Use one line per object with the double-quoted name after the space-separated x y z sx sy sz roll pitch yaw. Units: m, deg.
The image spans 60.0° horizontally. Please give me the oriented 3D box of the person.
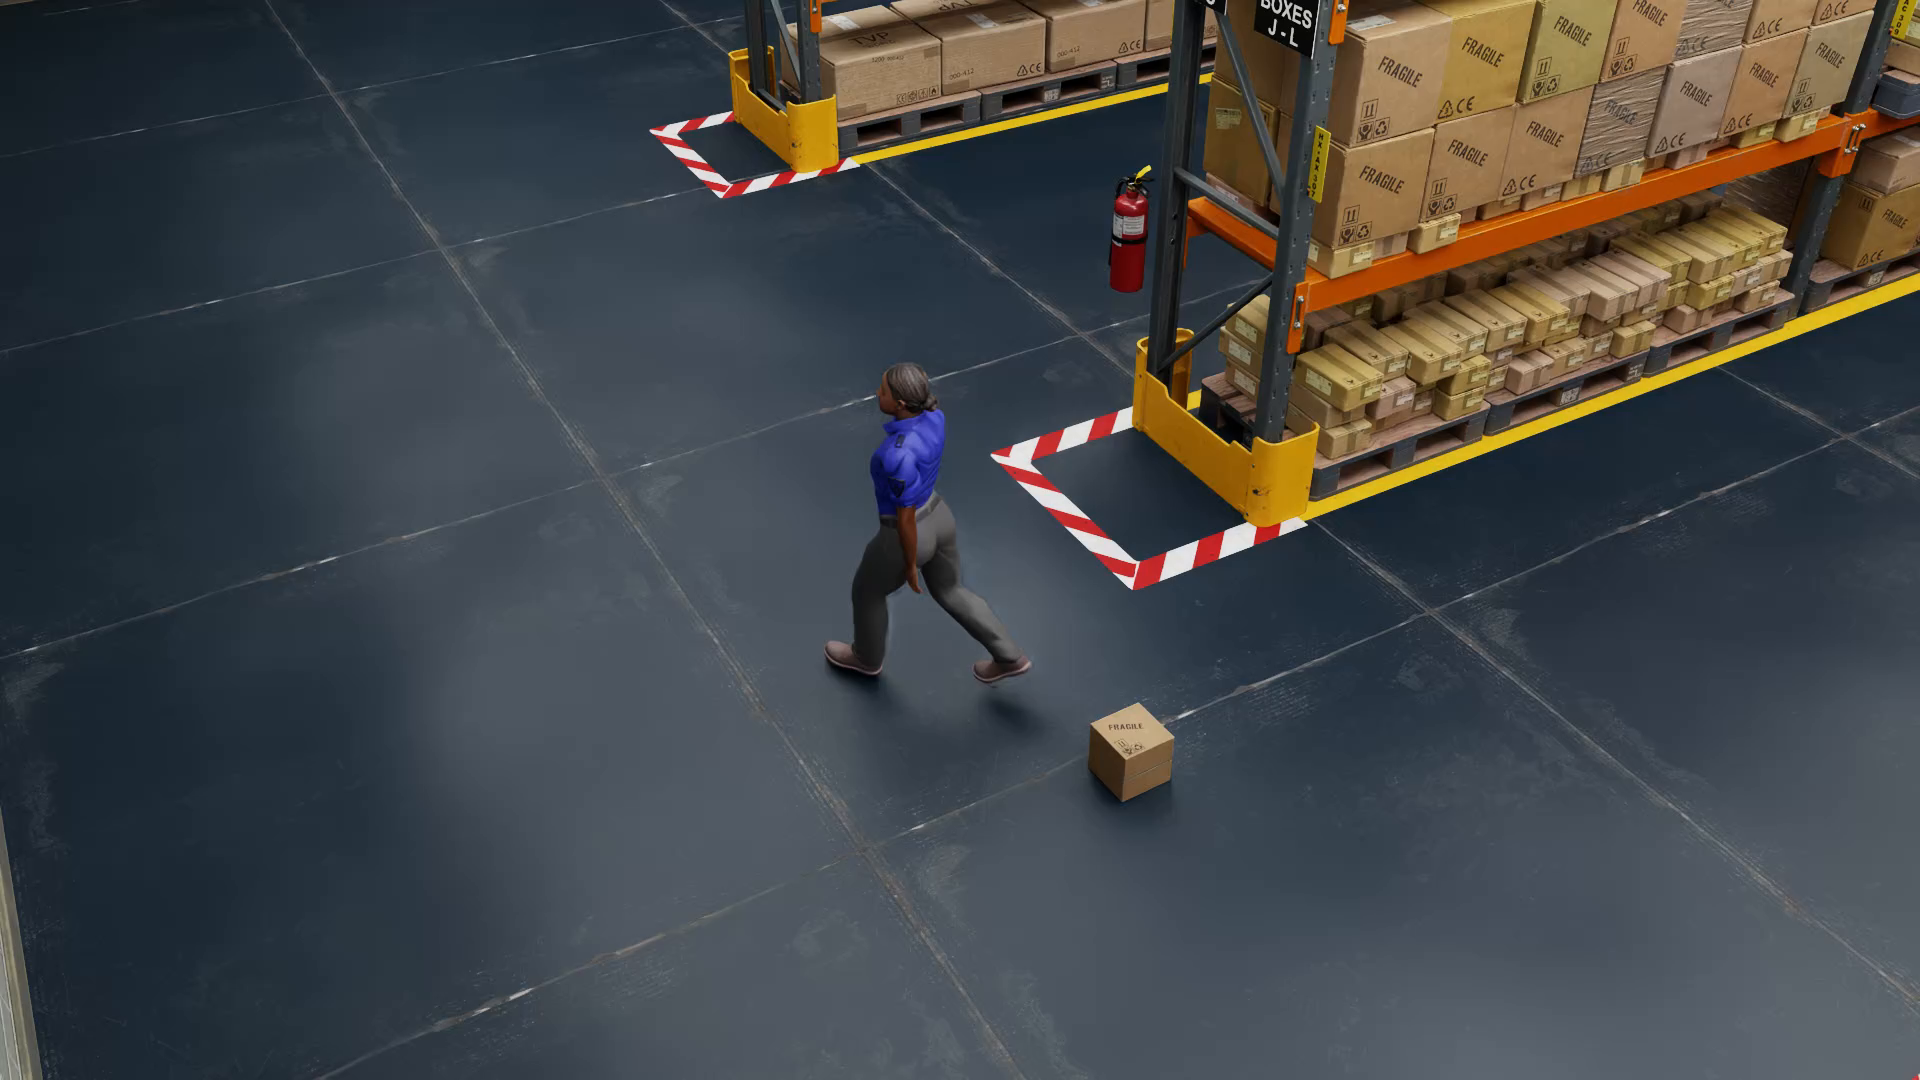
-0.158 -0.026 6.965 0.961 1.610 0.435 18 41 22 "person"
